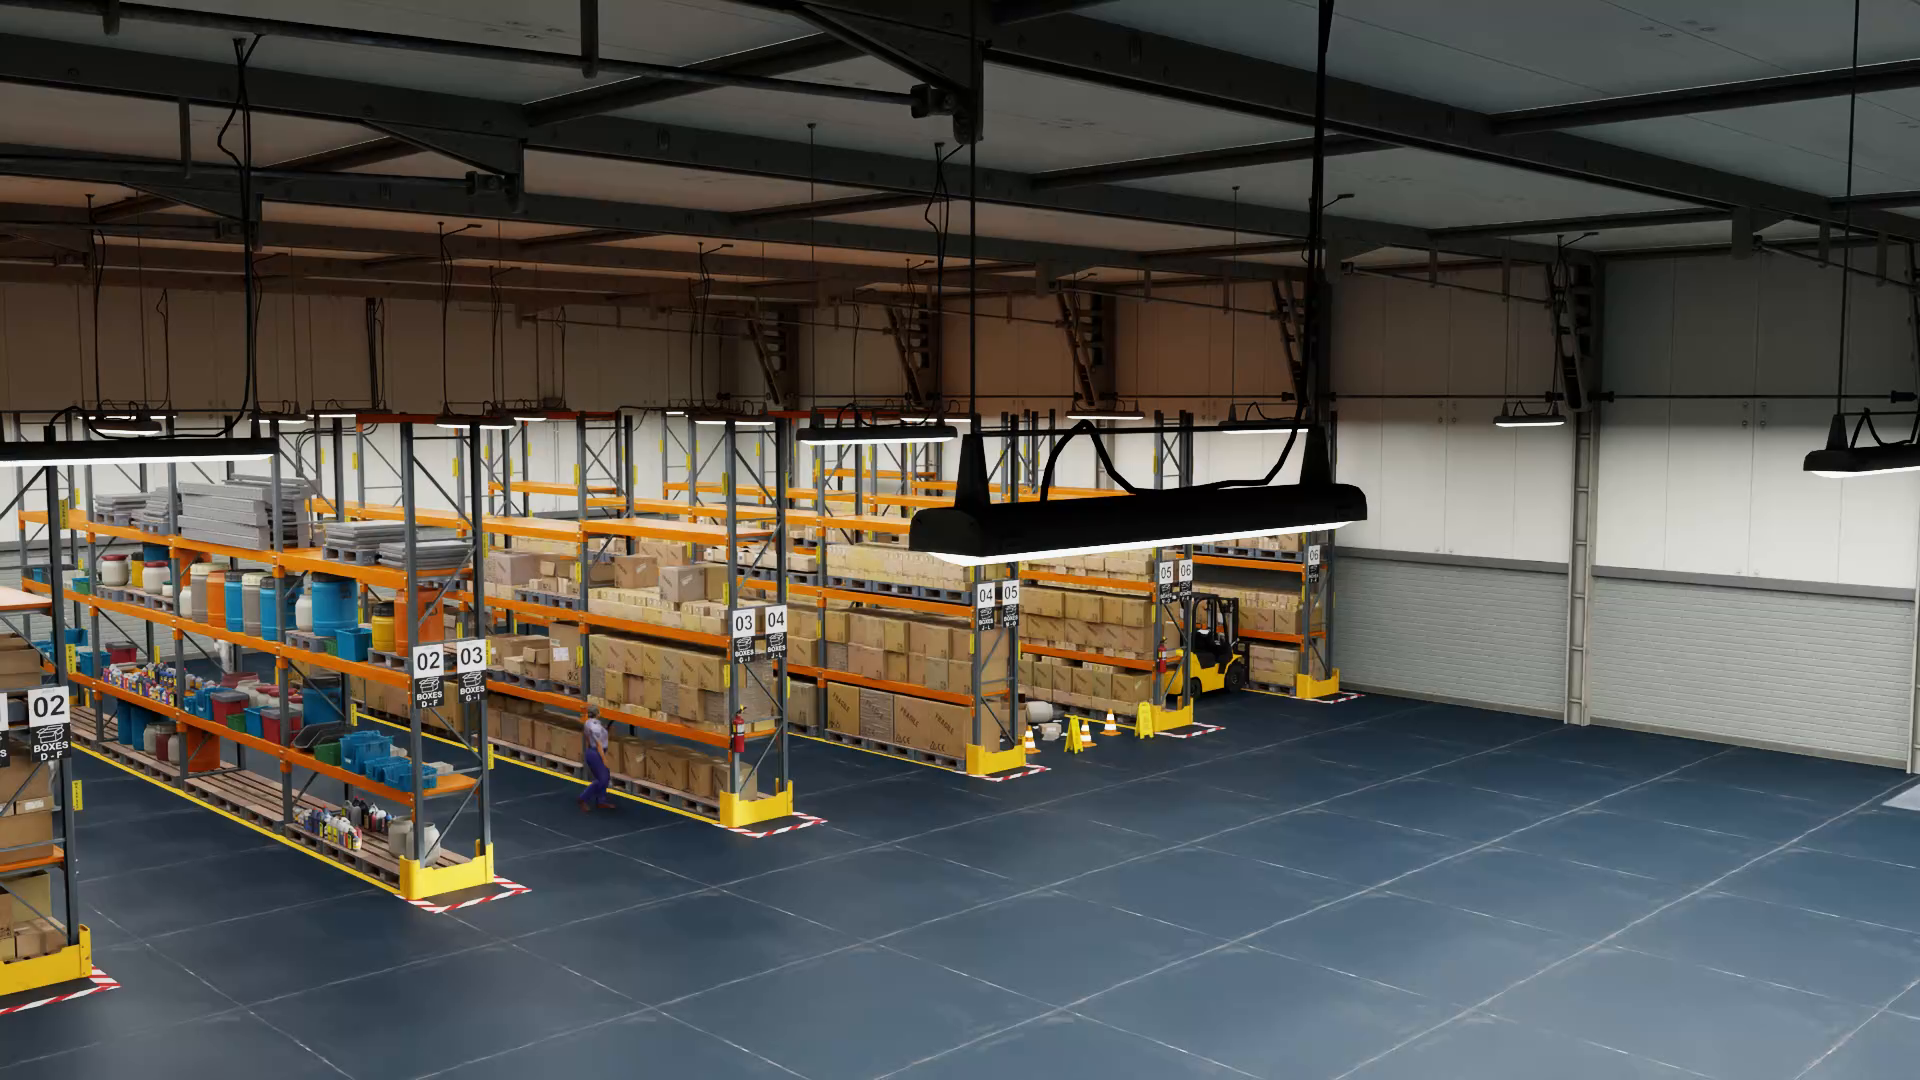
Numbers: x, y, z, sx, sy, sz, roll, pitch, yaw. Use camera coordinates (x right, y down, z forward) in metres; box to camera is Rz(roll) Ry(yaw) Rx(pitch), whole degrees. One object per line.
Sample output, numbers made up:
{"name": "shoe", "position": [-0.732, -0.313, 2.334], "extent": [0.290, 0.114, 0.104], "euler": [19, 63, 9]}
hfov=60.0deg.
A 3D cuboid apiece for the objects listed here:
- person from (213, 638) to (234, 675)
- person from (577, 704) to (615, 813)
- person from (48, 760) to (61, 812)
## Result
{"name": "person", "position": [-16.055, 2.258, 36.567], "extent": [0.652, 1.731, 1.004], "euler": [-3, 6, -32]}
{"name": "person", "position": [-5.582, 3.324, 25.432], "extent": [0.581, 1.649, 0.526], "euler": [-1, 5, -14]}
{"name": "person", "position": [-13.849, 3.291, 25.233], "extent": [0.503, 1.694, 0.442], "euler": [3, 6, 34]}
